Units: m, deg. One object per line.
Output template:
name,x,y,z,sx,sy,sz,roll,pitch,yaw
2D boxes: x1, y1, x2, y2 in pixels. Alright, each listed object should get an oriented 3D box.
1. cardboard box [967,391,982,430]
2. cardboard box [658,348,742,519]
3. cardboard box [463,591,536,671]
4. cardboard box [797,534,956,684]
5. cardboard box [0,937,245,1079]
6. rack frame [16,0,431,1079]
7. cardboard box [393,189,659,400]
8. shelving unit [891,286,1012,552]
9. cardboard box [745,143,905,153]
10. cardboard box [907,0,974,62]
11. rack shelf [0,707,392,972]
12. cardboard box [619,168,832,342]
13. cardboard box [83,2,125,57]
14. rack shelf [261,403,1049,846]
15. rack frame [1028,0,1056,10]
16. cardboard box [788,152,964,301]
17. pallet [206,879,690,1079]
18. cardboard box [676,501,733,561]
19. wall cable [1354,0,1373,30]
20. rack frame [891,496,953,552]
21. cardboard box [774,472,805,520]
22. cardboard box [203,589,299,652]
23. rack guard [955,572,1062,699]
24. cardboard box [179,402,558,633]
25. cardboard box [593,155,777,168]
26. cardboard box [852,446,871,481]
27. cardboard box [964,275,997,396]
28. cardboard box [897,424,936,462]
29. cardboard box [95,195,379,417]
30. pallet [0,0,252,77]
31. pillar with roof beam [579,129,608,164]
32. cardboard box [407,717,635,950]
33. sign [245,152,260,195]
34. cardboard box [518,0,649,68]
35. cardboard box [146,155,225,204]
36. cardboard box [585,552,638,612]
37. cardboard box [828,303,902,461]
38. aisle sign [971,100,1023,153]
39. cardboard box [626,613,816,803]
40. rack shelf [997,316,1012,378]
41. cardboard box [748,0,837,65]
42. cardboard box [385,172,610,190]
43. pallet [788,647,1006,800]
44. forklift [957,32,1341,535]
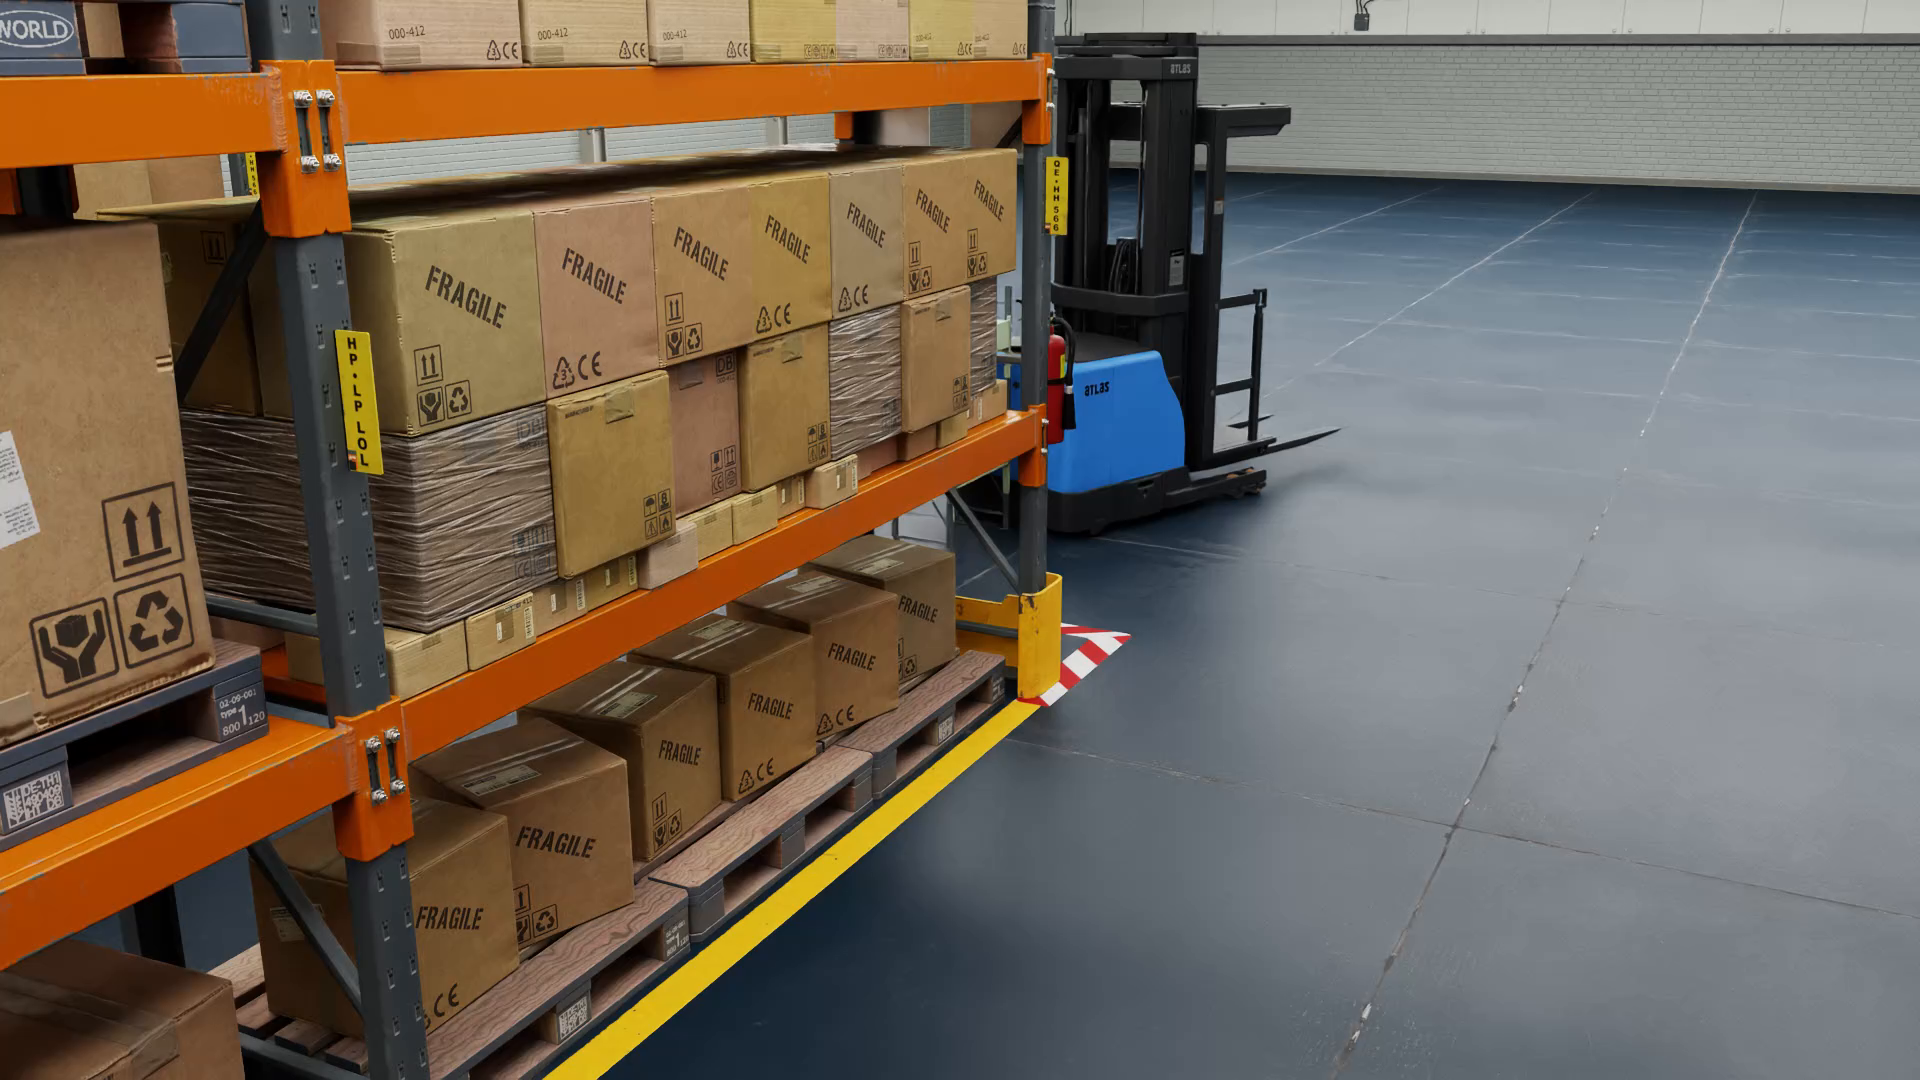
cardboard box,-0.127,-0.562,7.088,0.380,0.149,0.250,8,18,25
cardboard box,-1.215,-0.386,5.358,0.875,0.500,0.500,8,18,25
cardboard box,-1.371,0.216,4.469,0.380,0.149,0.250,8,18,25
cardboard box,-0.366,0.309,7.367,0.500,0.500,0.500,12,20,36
cardboard box,-2.153,1.315,3.945,0.700,0.500,0.500,7,18,21
rack frame,-1.860,0.174,4.169,1.000,3.000,0.127,8,18,25
cardboard box,-1.209,-0.705,4.677,0.500,0.500,0.500,8,18,25
shelving unit,-0.048,-0.710,9.782,0.431,1.500,0.755,9,19,27
cardboard box,-0.562,-1.409,7.046,0.500,0.500,0.500,8,18,25
cardboard box,-0.281,-1.928,6.242,0.500,0.250,0.500,8,18,26
rack shelf,-2.753,1.029,2.556,1.077,0.370,4.000,8,18,25
cardboard box,-0.772,-0.961,5.539,0.500,0.500,0.500,8,18,25
cardboard box,-1.890,-1.341,4.266,0.500,0.250,0.500,9,19,27
rack shelf,-0.966,0.010,5.987,1.077,0.370,4.000,8,18,25
rack frame,-0.072,-3.720,6.745,1.000,3.000,0.127,8,18,25
cardboard box,-0.315,-1.215,6.392,0.500,0.500,0.500,8,18,25
pallet,-1.591,1.335,5.157,1.003,0.211,1.213,8,18,25
cardboard box,-0.958,-0.043,5.343,0.380,0.149,0.250,8,18,25
wall cable,9.893,-14.191,36.026,2.305,6.003,0.169,8,18,25
rack frame,-0.219,-0.618,9.472,0.400,1.500,0.023,9,19,27
cardboard box,-0.765,-0.175,5.786,0.380,0.149,0.250,8,18,25
cardboard box,-2.027,0.203,4.515,0.380,0.149,0.250,8,18,25
rack guard,-0.106,0.373,7.890,1.175,0.500,0.348,8,18,25
cardboard box,-1.603,-0.123,4.472,0.875,0.500,0.500,8,18,25
cardboard box,-1.014,-1.155,6.190,0.500,0.500,0.500,8,18,25
cardboard box,-0.559,-0.305,6.223,0.380,0.149,0.250,8,18,25
cardboard box,-0.343,-0.898,7.083,0.875,0.500,0.500,8,18,25
cardboard box,-0.318,-0.430,6.644,0.380,0.149,0.250,8,18,25
cardboard box,-1.905,-0.645,4.474,0.500,0.500,0.500,8,18,25
pallet,-2.231,-1.030,3.285,1.213,0.211,1.003,8,18,25
pillar with roof beam,-2.603,-9.586,26.495,9.100,9.000,0.400,8,18,25
cardboard box,-1.396,0.928,5.286,0.500,0.500,0.500,16,23,43
sign,-3.985,-2.097,9.368,0.100,0.325,0.005,8,18,25
cardboard box,-1.198,-1.409,4.496,0.500,0.250,0.500,8,18,25
cardboard box,-4.665,-2.001,9.334,0.875,0.550,0.550,8,18,25
cardboard box,-1.181,0.084,4.914,0.380,0.149,0.250,8,18,25
cardboard box,-0.721,-0.634,6.193,0.875,0.500,0.500,8,18,25
aisle sign,0.224,-2.068,7.154,0.394,0.787,0.004,8,18,25
cardboard box,-0.899,0.623,6.311,0.500,0.500,0.500,10,19,30
rack shelf,-0.048,-1.085,9.671,0.431,0.370,0.720,9,19,27
cardboard box,-0.738,-1.670,5.373,0.500,0.250,0.500,8,18,24
cardboard box,-1.458,-0.900,5.332,0.500,0.500,0.500,8,18,25
pallet,-0.501,0.714,7.250,1.003,0.211,1.213,8,18,25
forklift,1.400,-1.770,10.834,3.031,2.935,1.130,-15,22,-41
